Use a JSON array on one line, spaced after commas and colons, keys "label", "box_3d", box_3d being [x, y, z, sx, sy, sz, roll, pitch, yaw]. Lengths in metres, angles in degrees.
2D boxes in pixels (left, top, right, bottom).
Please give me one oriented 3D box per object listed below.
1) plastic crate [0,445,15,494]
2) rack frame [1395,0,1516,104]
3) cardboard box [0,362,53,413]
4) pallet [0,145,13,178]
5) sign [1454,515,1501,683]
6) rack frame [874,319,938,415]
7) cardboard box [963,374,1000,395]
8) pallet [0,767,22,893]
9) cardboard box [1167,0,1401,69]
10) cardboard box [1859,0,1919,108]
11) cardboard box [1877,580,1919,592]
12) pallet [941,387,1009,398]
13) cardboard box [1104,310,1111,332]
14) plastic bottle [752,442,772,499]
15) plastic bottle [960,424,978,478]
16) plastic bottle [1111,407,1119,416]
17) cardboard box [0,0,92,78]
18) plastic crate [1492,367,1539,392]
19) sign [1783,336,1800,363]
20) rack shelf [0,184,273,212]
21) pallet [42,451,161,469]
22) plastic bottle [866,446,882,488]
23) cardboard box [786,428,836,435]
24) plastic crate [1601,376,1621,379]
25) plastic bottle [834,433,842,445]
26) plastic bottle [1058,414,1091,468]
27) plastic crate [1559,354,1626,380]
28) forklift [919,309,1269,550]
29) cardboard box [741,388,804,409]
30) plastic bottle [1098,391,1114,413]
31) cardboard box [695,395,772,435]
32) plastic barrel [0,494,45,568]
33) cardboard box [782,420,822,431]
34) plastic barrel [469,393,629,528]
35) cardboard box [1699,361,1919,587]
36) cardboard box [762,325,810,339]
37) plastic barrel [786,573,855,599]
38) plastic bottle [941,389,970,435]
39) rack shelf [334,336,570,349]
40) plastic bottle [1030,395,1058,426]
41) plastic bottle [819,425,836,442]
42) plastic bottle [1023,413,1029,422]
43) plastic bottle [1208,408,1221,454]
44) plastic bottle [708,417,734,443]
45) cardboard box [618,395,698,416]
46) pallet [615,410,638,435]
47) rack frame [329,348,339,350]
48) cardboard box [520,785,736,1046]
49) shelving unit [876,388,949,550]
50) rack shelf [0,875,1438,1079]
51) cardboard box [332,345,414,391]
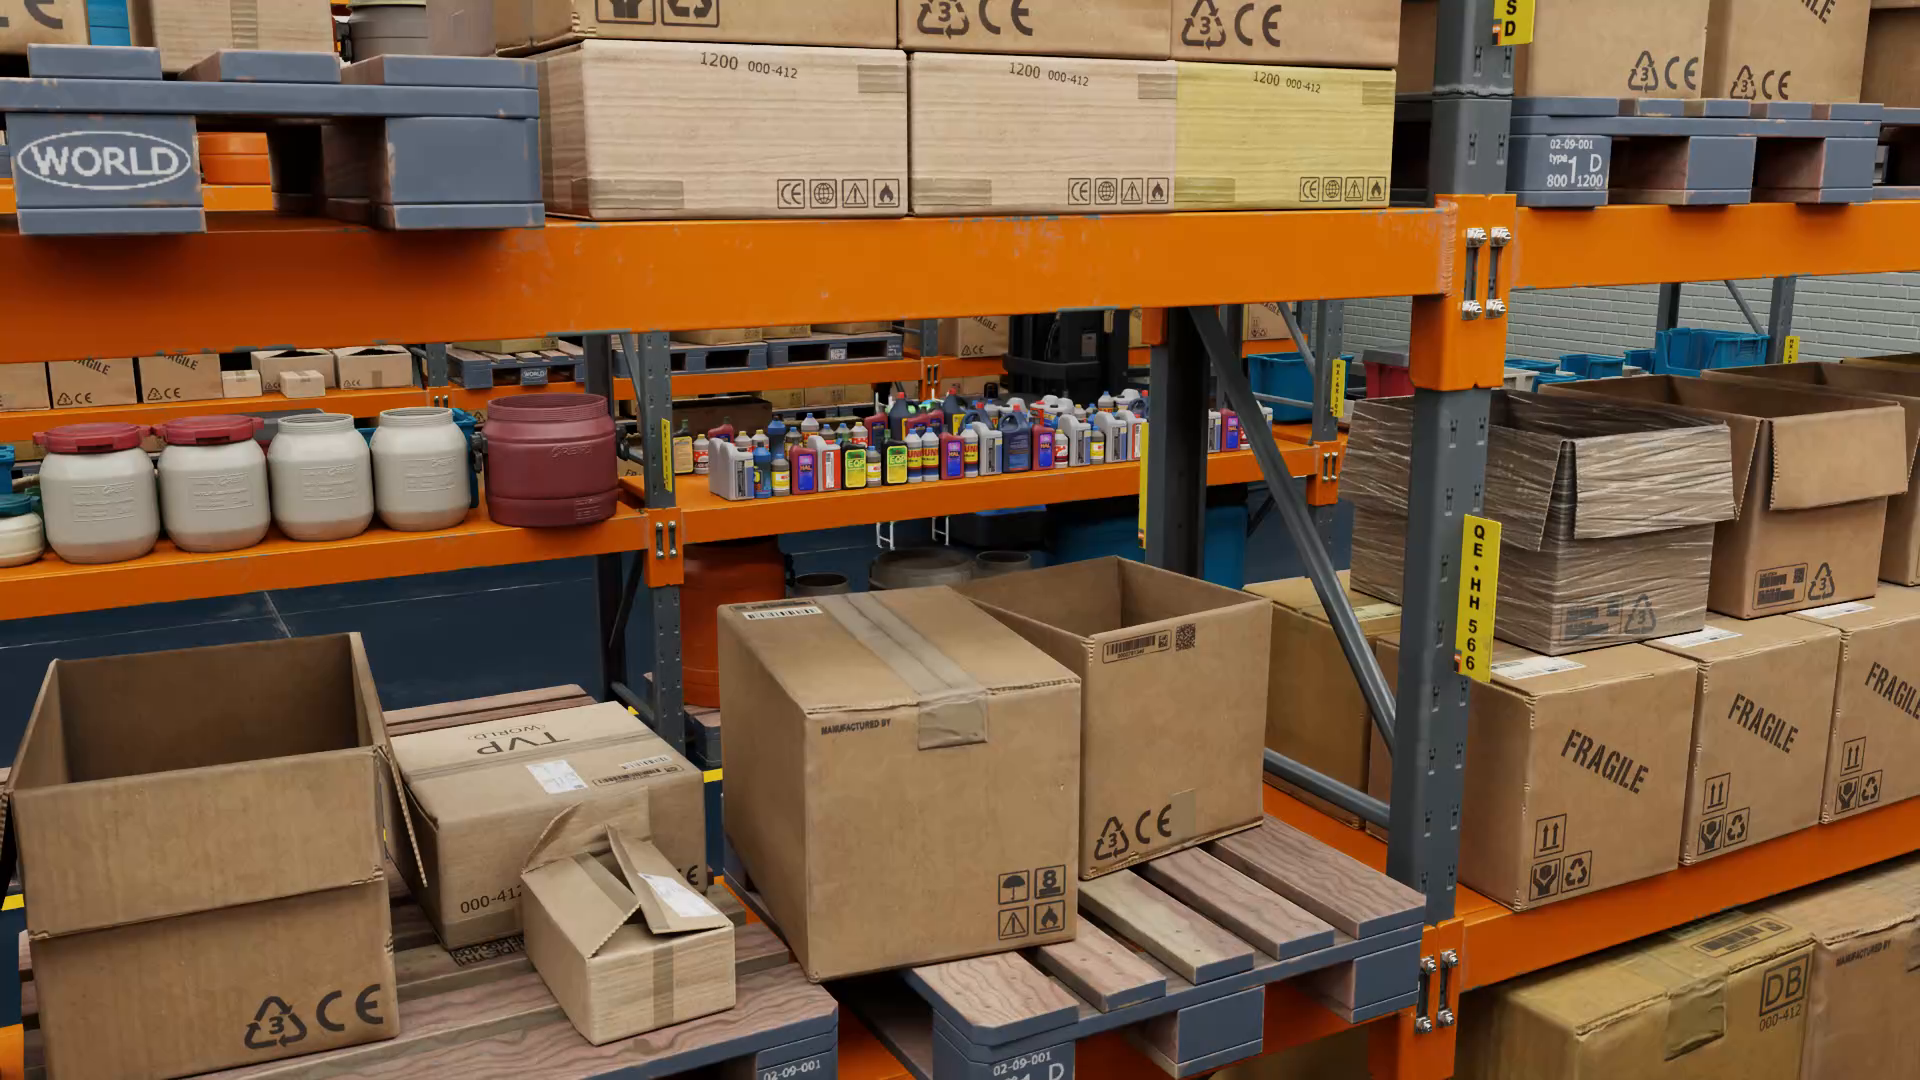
[{"label": "plastic crate", "box_3d": [-4.309, -0.163, 7.037, 0.575, 0.384, 0.392, -7, 14, -28]}, {"label": "rack frame", "box_3d": [0.756, -2.388, 3.223, 0.127, 3.000, 1.000, -7, 14, -28]}, {"label": "cardboard box", "box_3d": [-6.354, -1.131, 11.077, 0.500, 0.500, 0.500, -6, 14, -24]}, {"label": "pallet", "box_3d": [-6.730, -2.415, 10.612, 1.217, 0.209, 0.805, -8, 15, -30]}, {"label": "sign", "box_3d": [1.025, 0.116, 3.303, 0.005, 0.325, 0.100, -7, 14, -28]}, {"label": "rack frame", "box_3d": [-0.476, -1.791, 14.237, 0.127, 3.000, 1.000, -7, 14, -28]}, {"label": "cardboard box", "box_3d": [0.092, -2.059, 20.162, 0.500, 0.500, 0.700, -7, 14, -28]}, {"label": "pallet", "box_3d": [-4.457, 1.276, 6.960, 1.213, 0.211, 1.003, -7, 14, -28]}, {"label": "cardboard box", "box_3d": [0.457, -1.119, 3.050, 0.500, 0.500, 0.500, -6, 14, -26]}, {"label": "cardboard box", "box_3d": [2.539, -1.399, 4.468, 0.637, 0.503, 0.797, -7, 14, -29]}, {"label": "cardboard box", "box_3d": [2.653, 0.330, 4.583, 0.500, 0.500, 0.500, -7, 14, -28]}, {"label": "pallet", "box_3d": [-0.006, -1.707, 20.212, 1.213, 0.211, 1.003, -7, 14, -28]}, {"label": "cardboard box", "box_3d": [0.990, -1.948, 14.704, 0.500, 0.500, 0.500, -7, 14, -28]}, {"label": "plastic bottle", "box_3d": [-0.967, -0.343, 8.094, 0.097, 0.271, 0.097, 0, 13, 0]}, {"label": "plastic bottle", "box_3d": [0.046, -0.464, 8.634, 0.097, 0.271, 0.097, 0, 13, 0]}, {"label": "plastic bottle", "box_3d": [0.864, -0.600, 9.238, 0.097, 0.271, 0.097, 0, 13, 0]}, {"label": "cardboard box", "box_3d": [-1.468, -0.888, 2.201, 0.637, 0.503, 0.797, -6, 14, -26]}, {"label": "plastic crate", "box_3d": [3.323, -0.933, 10.556, 0.530, 0.282, 0.437, -7, 14, -28]}, {"label": "sign", "box_3d": [5.683, -1.232, 11.382, 0.005, 0.325, 0.100, -7, 14, -28]}, {"label": "rack shelf", "box_3d": [-3.372, -1.317, 6.938, 4.000, 0.370, 1.077, -7, 14, -28]}, {"label": "pallet", "box_3d": [-8.120, -0.755, 15.983, 1.213, 0.211, 1.003, -7, 14, -28]}, {"label": "plastic bottle", "box_3d": [-0.444, -0.371, 8.380, 0.097, 0.201, 0.097, 0, 13, 0]}, {"label": "cardboard box", "box_3d": [-1.210, -0.629, 13.763, 0.500, 0.500, 0.500, -7, 14, -28]}, {"label": "plastic crate", "box_3d": [4.515, -1.009, 11.226, 0.243, 0.136, 0.396, -7, 14, -28]}, {"label": "plastic bottle", "box_3d": [-0.590, -0.403, 8.362, 0.097, 0.271, 0.097, 0, 13, 0]}, {"label": "plastic bottle", "box_3d": [0.618, -0.542, 8.968, 0.135, 0.276, 0.152, -7, 14, -28]}, {"label": "plastic crate", "box_3d": [4.453, -1.173, 11.733, 0.300, 0.233, 0.416, -7, 14, -28]}, {"label": "forklift", "box_3d": [1.208, -1.565, 13.390, 3.031, 2.935, 1.130, -7, 15, -29]}, {"label": "cardboard box", "box_3d": [-2.147, -1.790, 18.967, 0.500, 0.500, 0.700, -7, 14, -27]}, {"label": "plastic bottle", "box_3d": [0.869, -0.753, 9.915, 0.097, 0.271, 0.097, 0, 13, 0]}, {"label": "cardboard box", "box_3d": [-1.895, -1.043, 13.895, 0.500, 0.250, 0.500, -7, 14, -28]}, {"label": "plastic barrel", "box_3d": [-3.893, -0.037, 6.756, 0.301, 0.262, 0.301, 0, 13, 0]}, {"label": "cardboard box", "box_3d": [-1.480, -0.724, 14.186, 0.500, 0.500, 0.500, -7, 14, -27]}, {"label": "plastic barrel", "box_3d": [-1.879, -0.375, 7.632, 0.708, 0.536, 0.600, -7, 14, -28]}, {"label": "cardboard box", "box_3d": [2.565, -0.213, 4.710, 0.637, 0.503, 0.797, -6, 14, -26]}, {"label": "cardboard box", "box_3d": [-1.572, -1.954, 13.774, 0.500, 0.500, 0.700, -4, 13, -19]}, {"label": "plastic barrel", "box_3d": [-0.743, 0.462, 8.934, 0.421, 0.512, 0.421, 0, 13, 0]}, {"label": "plastic bottle", "box_3d": [-0.024, -0.679, 9.405, 0.185, 0.351, 0.144, -7, 14, -28]}, {"label": "rack shelf", "box_3d": [-4.608, -2.184, 17.621, 4.000, 0.370, 1.077, -7, 14, -28]}, {"label": "plastic bottle", "box_3d": [0.493, -0.703, 9.684, 0.135, 0.276, 0.152, -7, 14, -28]}, {"label": "plastic bottle", "box_3d": [-0.726, -0.527, 9.073, 0.097, 0.201, 0.097, 0, 13, 0]}, {"label": "plastic bottle", "box_3d": [0.365, -0.620, 9.485, 0.097, 0.201, 0.097, 0, 13, 0]}, {"label": "plastic bottle", "box_3d": [1.382, -0.634, 9.375, 0.135, 0.276, 0.152, -7, 14, -28]}, {"label": "plastic bottle", "box_3d": [-1.264, -0.508, 8.798, 0.133, 0.283, 0.061, -7, 14, -28]}, {"label": "cardboard box", "box_3d": [-3.361, -1.808, 18.251, 0.750, 0.750, 0.750, -7, 14, -27]}, {"label": "pallet", "box_3d": [-3.494, -1.289, 18.358, 1.213, 0.211, 1.003, -7, 14, -28]}, {"label": "rack frame", "box_3d": [-6.364, -2.325, 16.607, 0.127, 3.000, 1.000, -7, 14, -28]}, {"label": "cardboard box", "box_3d": [-0.578, 0.627, 2.840, 0.258, 0.266, 0.396, -7, 15, -29]}, {"label": "shelving unit", "box_3d": [-0.364, -0.537, 12.762, 0.503, 1.200, 0.258, -7, 15, -29]}, {"label": "rack shelf", "box_3d": [-0.999, 1.100, 3.026, 4.000, 0.370, 1.077, -7, 14, -28]}, {"label": "cardboard box", "box_3d": [-4.327, -1.297, 12.244, 0.500, 0.311, 0.500, -6, 14, -24]}]
